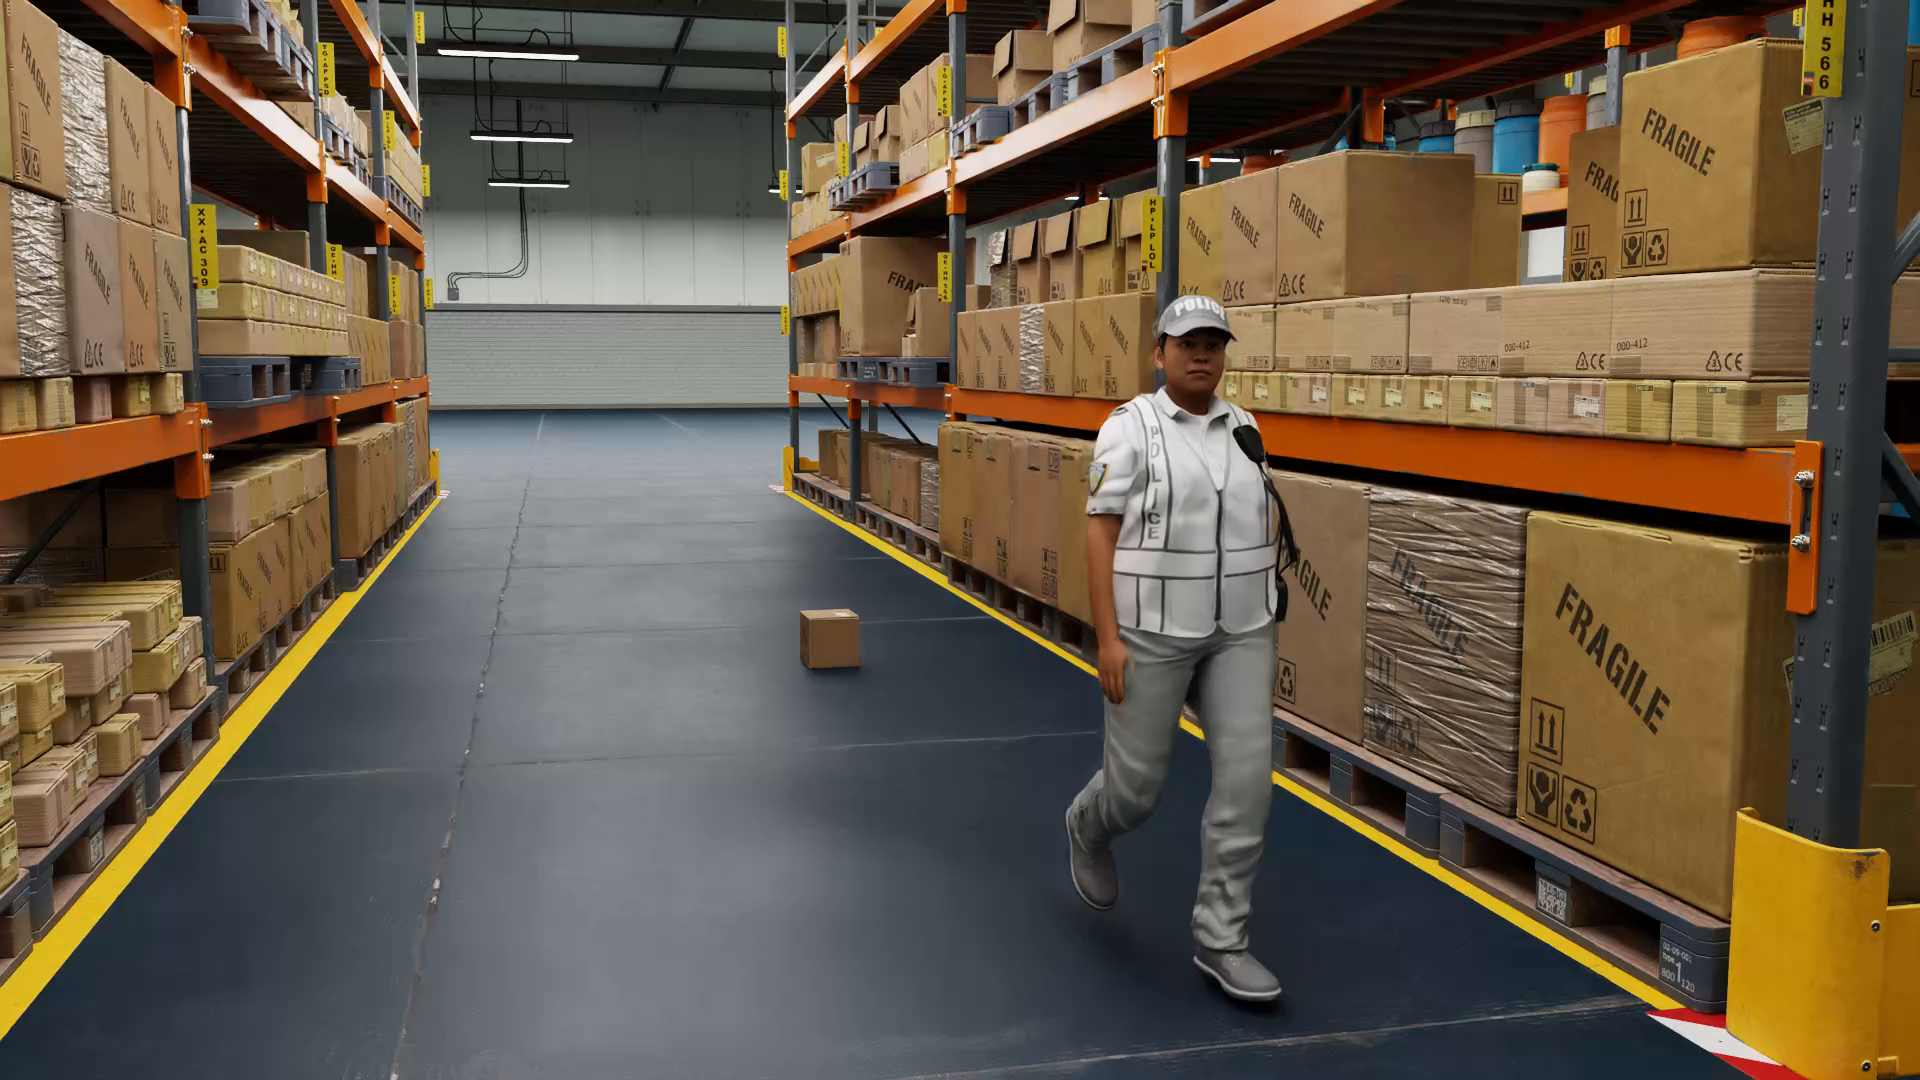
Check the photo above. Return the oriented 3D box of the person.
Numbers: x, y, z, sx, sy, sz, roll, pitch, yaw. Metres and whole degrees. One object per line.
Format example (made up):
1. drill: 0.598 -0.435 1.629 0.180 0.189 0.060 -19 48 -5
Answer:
1. person: 0.539 0.221 4.080 0.496 1.631 0.780 -2 6 -14
